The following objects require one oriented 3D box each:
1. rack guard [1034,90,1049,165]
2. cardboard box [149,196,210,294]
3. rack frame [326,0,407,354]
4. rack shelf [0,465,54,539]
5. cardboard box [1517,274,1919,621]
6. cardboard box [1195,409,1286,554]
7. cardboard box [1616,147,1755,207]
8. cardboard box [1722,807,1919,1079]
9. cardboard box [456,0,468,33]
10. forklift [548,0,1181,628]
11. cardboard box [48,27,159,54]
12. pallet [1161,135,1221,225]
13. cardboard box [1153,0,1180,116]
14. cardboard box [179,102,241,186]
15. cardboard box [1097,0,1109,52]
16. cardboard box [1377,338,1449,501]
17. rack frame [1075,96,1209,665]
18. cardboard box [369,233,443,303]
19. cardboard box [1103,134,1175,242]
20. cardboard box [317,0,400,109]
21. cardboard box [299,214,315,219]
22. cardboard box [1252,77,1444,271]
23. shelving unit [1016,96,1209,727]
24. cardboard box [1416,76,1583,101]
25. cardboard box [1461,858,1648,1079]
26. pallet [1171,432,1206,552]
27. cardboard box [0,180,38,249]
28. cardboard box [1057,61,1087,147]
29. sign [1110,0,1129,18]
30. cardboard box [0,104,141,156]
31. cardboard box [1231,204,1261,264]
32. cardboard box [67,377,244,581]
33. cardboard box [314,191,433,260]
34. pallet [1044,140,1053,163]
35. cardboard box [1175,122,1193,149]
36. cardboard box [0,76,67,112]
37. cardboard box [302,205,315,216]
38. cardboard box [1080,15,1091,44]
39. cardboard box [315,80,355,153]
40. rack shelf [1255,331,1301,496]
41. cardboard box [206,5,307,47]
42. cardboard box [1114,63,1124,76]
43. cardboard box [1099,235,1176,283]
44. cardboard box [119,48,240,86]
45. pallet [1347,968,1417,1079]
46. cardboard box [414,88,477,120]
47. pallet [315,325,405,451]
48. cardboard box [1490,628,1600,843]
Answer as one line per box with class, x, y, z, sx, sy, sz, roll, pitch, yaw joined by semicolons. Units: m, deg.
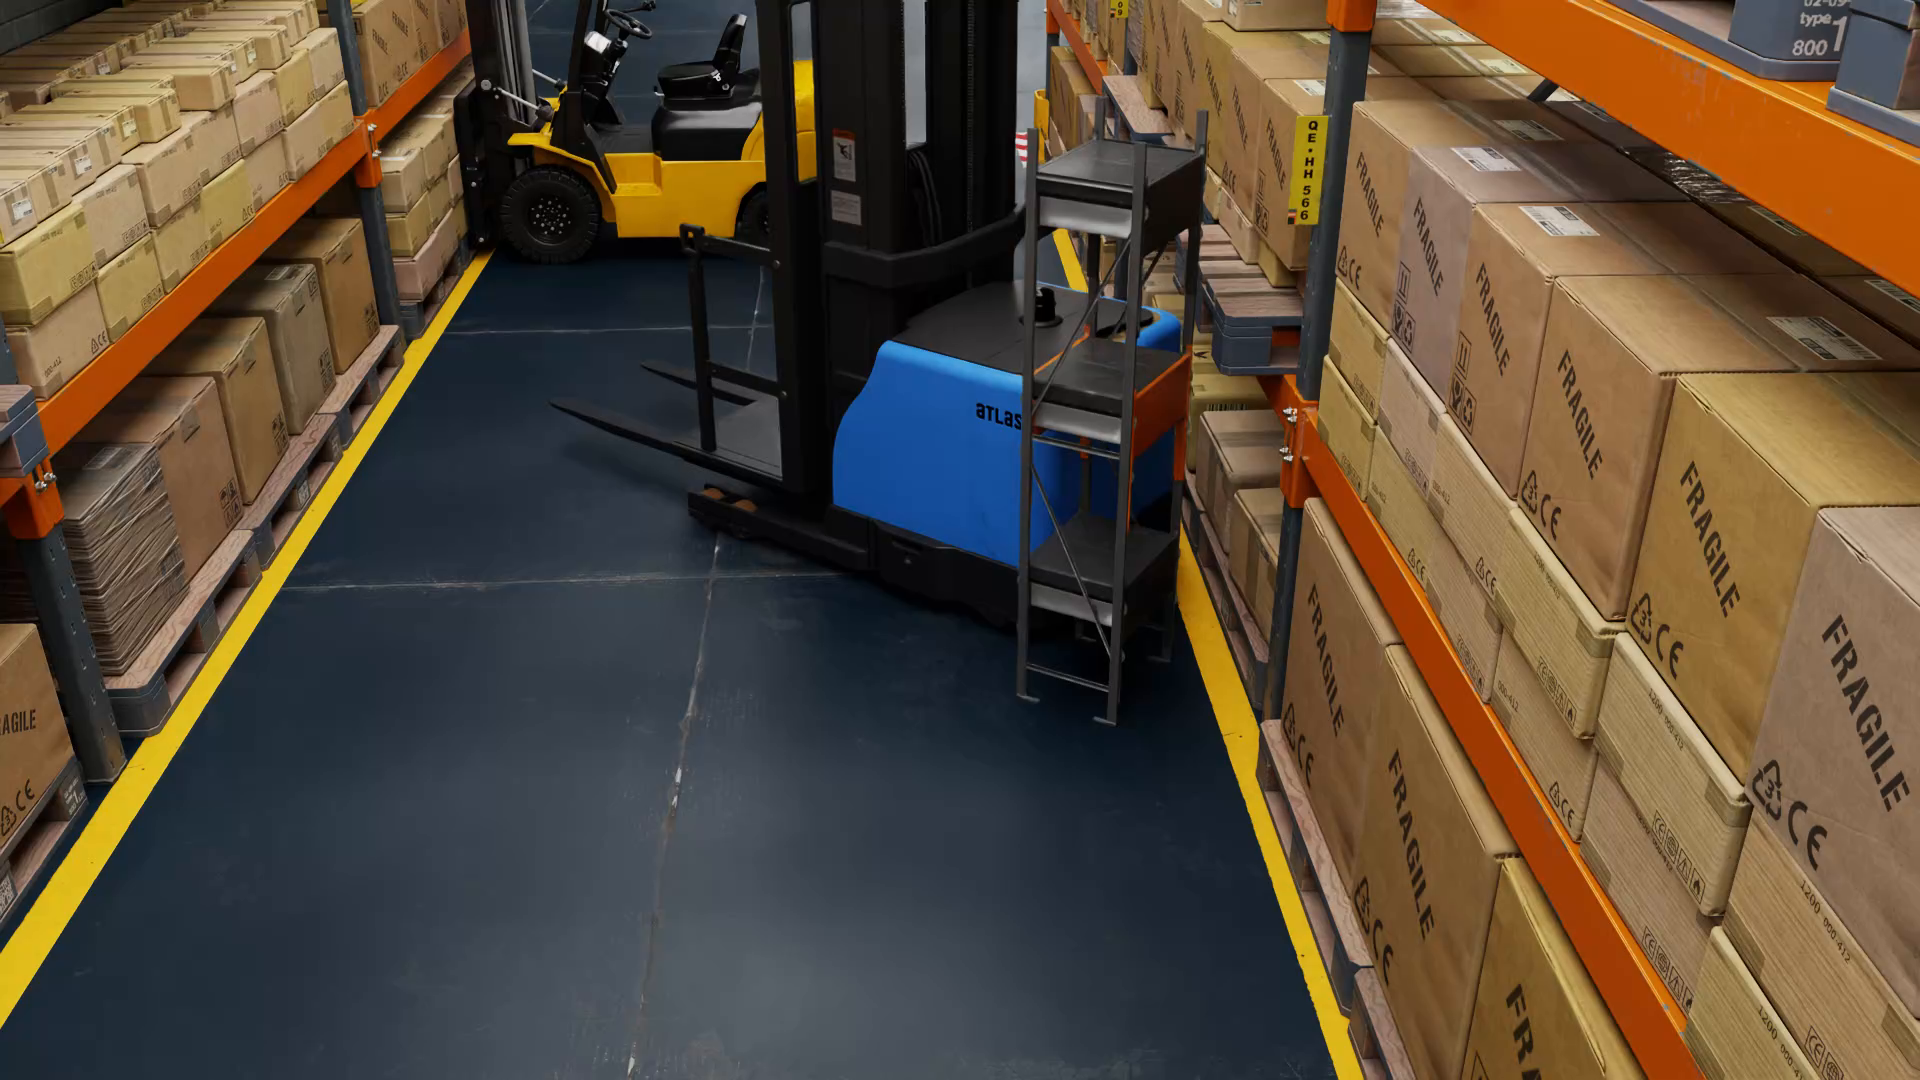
rack guard;1.164;-3.186;12.819;1.175;0.500;0.348;-1;28;-3
cardboard box;-3.213;-1.128;6.332;0.500;0.250;0.500;-2;28;-4
rack frame;-3.588;-2.361;8.533;1.000;3.000;0.127;-1;28;-3
rack shelf;-3.275;0.729;3.387;1.077;0.370;4.000;-1;28;-3
cardboard box;1.429;-0.188;3.178;0.500;0.500;0.500;-1;28;-2
cardboard box;1.512;-0.258;6.889;0.950;0.372;0.625;-2;28;-4
cardboard box;1.901;-0.654;4.071;0.500;0.500;0.500;-1;28;-2
cardboard box;1.487;0.628;2.423;0.500;0.250;0.500;-1;28;-1
cardboard box;-3.464;-3.555;10.715;0.500;0.500;0.500;-2;28;-4
forklift;-0.583;-1.484;6.926;3.031;2.935;1.130;19;33;32
cardboard box;-3.776;-2.168;7.353;0.380;0.149;0.250;-2;28;-3
pallet;1.433;-1.464;7.020;1.003;0.211;1.213;-1;28;-3
cardboard box;1.146;-2.162;7.267;0.500;0.500;0.500;-2;28;-3
cardboard box;-3.244;-1.589;6.674;0.500;0.250;0.500;-1;28;-2
cardboard box;1.064;-3.096;9.512;0.500;0.500;0.500;0;28;-1
cardboard box;1.383;-0.312;4.226;0.500;0.250;0.500;-1;28;-1
rack frame;0.628;-0.504;5.945;0.400;2.100;0.015;15;31;26
cardboard box;-3.283;-1.560;9.516;0.500;0.250;0.500;-1;28;-2
cardboard box;1.070;-2.049;9.643;0.500;0.500;0.500;-2;28;-3
cardboard box;-3.350;-2.617;8.915;0.500;0.500;0.500;-2;28;-4
cardboard box;-3.818;-1.770;9.378;0.500;0.250;0.500;-2;28;-4
cardboard box;1.276;-1.201;5.425;0.500;0.500;0.500;-2;28;-4
shelving unit;0.507;-0.406;5.757;0.431;2.100;0.503;15;31;26
cardboard box;1.785;-1.211;5.445;0.500;0.500;0.500;-2;28;-4
cardboard box;1.619;1.266;3.422;0.875;0.875;0.875;-1;28;-1
pallet;1.478;-0.322;7.639;1.003;0.211;1.213;-1;28;-3
cardboard box;-3.102;-1.000;5.114;0.380;0.149;0.250;-1;28;-1
cardboard box;0.959;-2.998;11.463;0.500;0.500;0.500;-2;28;-5
sign;0.827;-2.850;8.534;0.100;0.325;0.005;-1;28;-3
cardboard box;-3.225;-1.477;6.029;0.380;0.149;0.250;-1;28;-2
cardboard box;1.181;-1.093;5.920;0.380;0.149;0.250;-2;28;-3
cardboard box;-3.440;-0.237;6.575;0.875;0.625;0.625;-1;28;-1
cardboard box;-3.305;-1.781;9.399;0.500;0.250;0.500;-2;28;-3
pallet;1.171;-2.682;12.165;1.003;0.211;1.213;-1;28;-3
cardboard box;1.122;-1.692;7.068;0.380;0.149;0.250;0;28;-1
cardboard box;-3.698;-1.700;6.456;0.380;0.149;0.250;-1;28;-1
cardboard box;-3.807;-1.994;9.268;0.500;0.250;0.500;-1;28;-2
cardboard box;0.958;-3.218;10.448;0.380;0.149;0.250;-1;28;-2
cardboard box;-3.300;-2.068;8.134;0.500;0.250;0.500;-1;28;-1
rack shelf;1.473;-1.240;7.162;1.077;0.370;4.000;-1;28;-3
cardboard box;-3.317;-2.422;7.840;0.380;0.149;0.250;-2;28;-3
cardboard box;1.048;-2.512;9.095;0.380;0.149;0.250;-2;28;-3
cardboard box;1.070;-1.716;9.816;0.500;0.250;0.500;0;28;0
cardboard box;-3.252;-1.951;6.938;0.380;0.149;0.250;-1;28;-2
pallet;1.604;1.529;4.090;1.003;0.211;1.213;-1;28;-3
cardboard box;-3.374;-2.711;10.642;0.500;0.250;0.500;-2;28;-4
pallet;-3.510;-0.785;8.528;1.003;0.211;1.213;-1;28;-3
cardboard box;1.447;0.370;3.459;0.500;0.250;0.500;-1;28;-3
